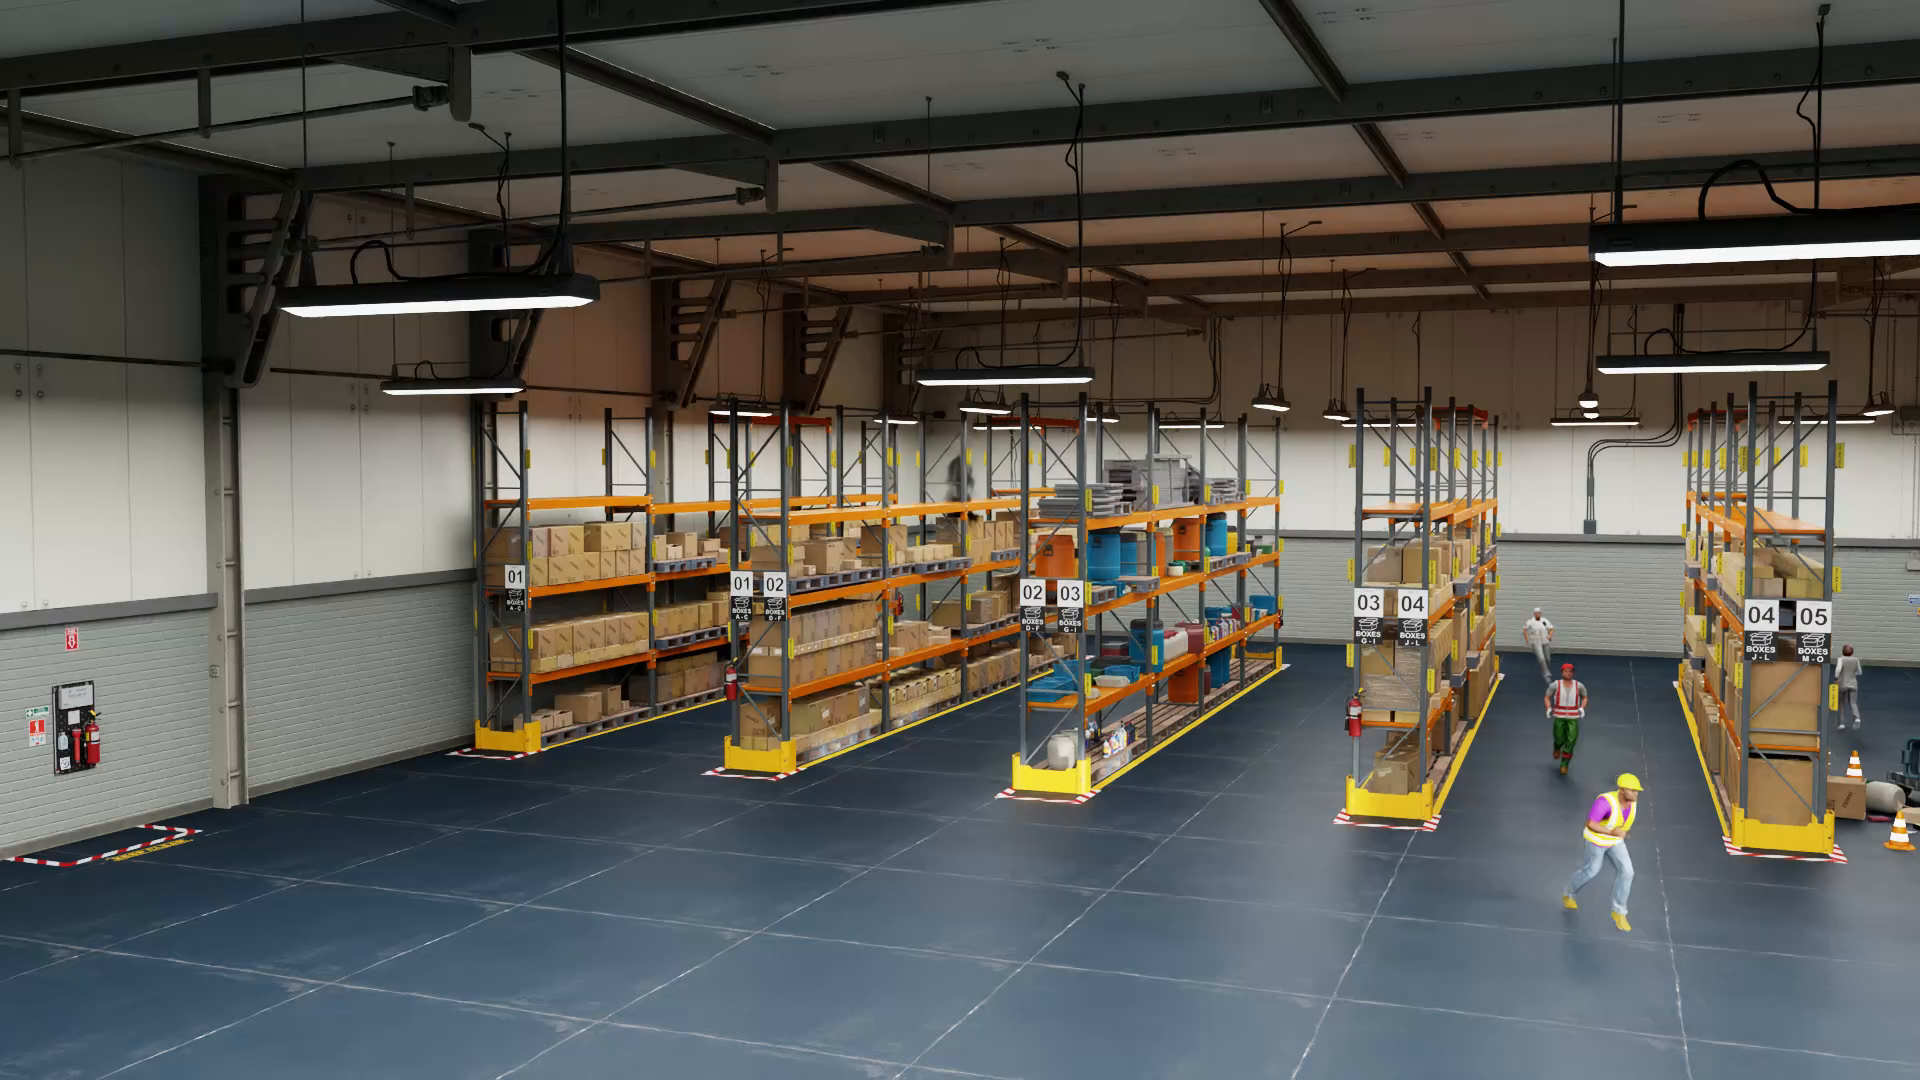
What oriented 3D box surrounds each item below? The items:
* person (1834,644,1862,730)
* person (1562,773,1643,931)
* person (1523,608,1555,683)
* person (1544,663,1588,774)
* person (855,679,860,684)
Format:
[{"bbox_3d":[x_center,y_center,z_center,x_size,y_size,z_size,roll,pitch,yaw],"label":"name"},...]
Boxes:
[{"bbox_3d":[16.232,2.702,30.396,0.537,1.586,0.881,0,3,10],"label":"person"},{"bbox_3d":[6.950,3.318,17.977,0.745,1.716,1.035,-1,3,-25],"label":"person"},{"bbox_3d":[13.092,2.352,37.511,0.690,1.646,0.927,0,3,4],"label":"person"},{"bbox_3d":[9.722,2.840,26.648,0.671,1.744,0.718,1,3,15],"label":"person"},{"bbox_3d":[-2.117,2.458,34.328,0.650,1.754,0.845,1,3,16],"label":"person"}]
